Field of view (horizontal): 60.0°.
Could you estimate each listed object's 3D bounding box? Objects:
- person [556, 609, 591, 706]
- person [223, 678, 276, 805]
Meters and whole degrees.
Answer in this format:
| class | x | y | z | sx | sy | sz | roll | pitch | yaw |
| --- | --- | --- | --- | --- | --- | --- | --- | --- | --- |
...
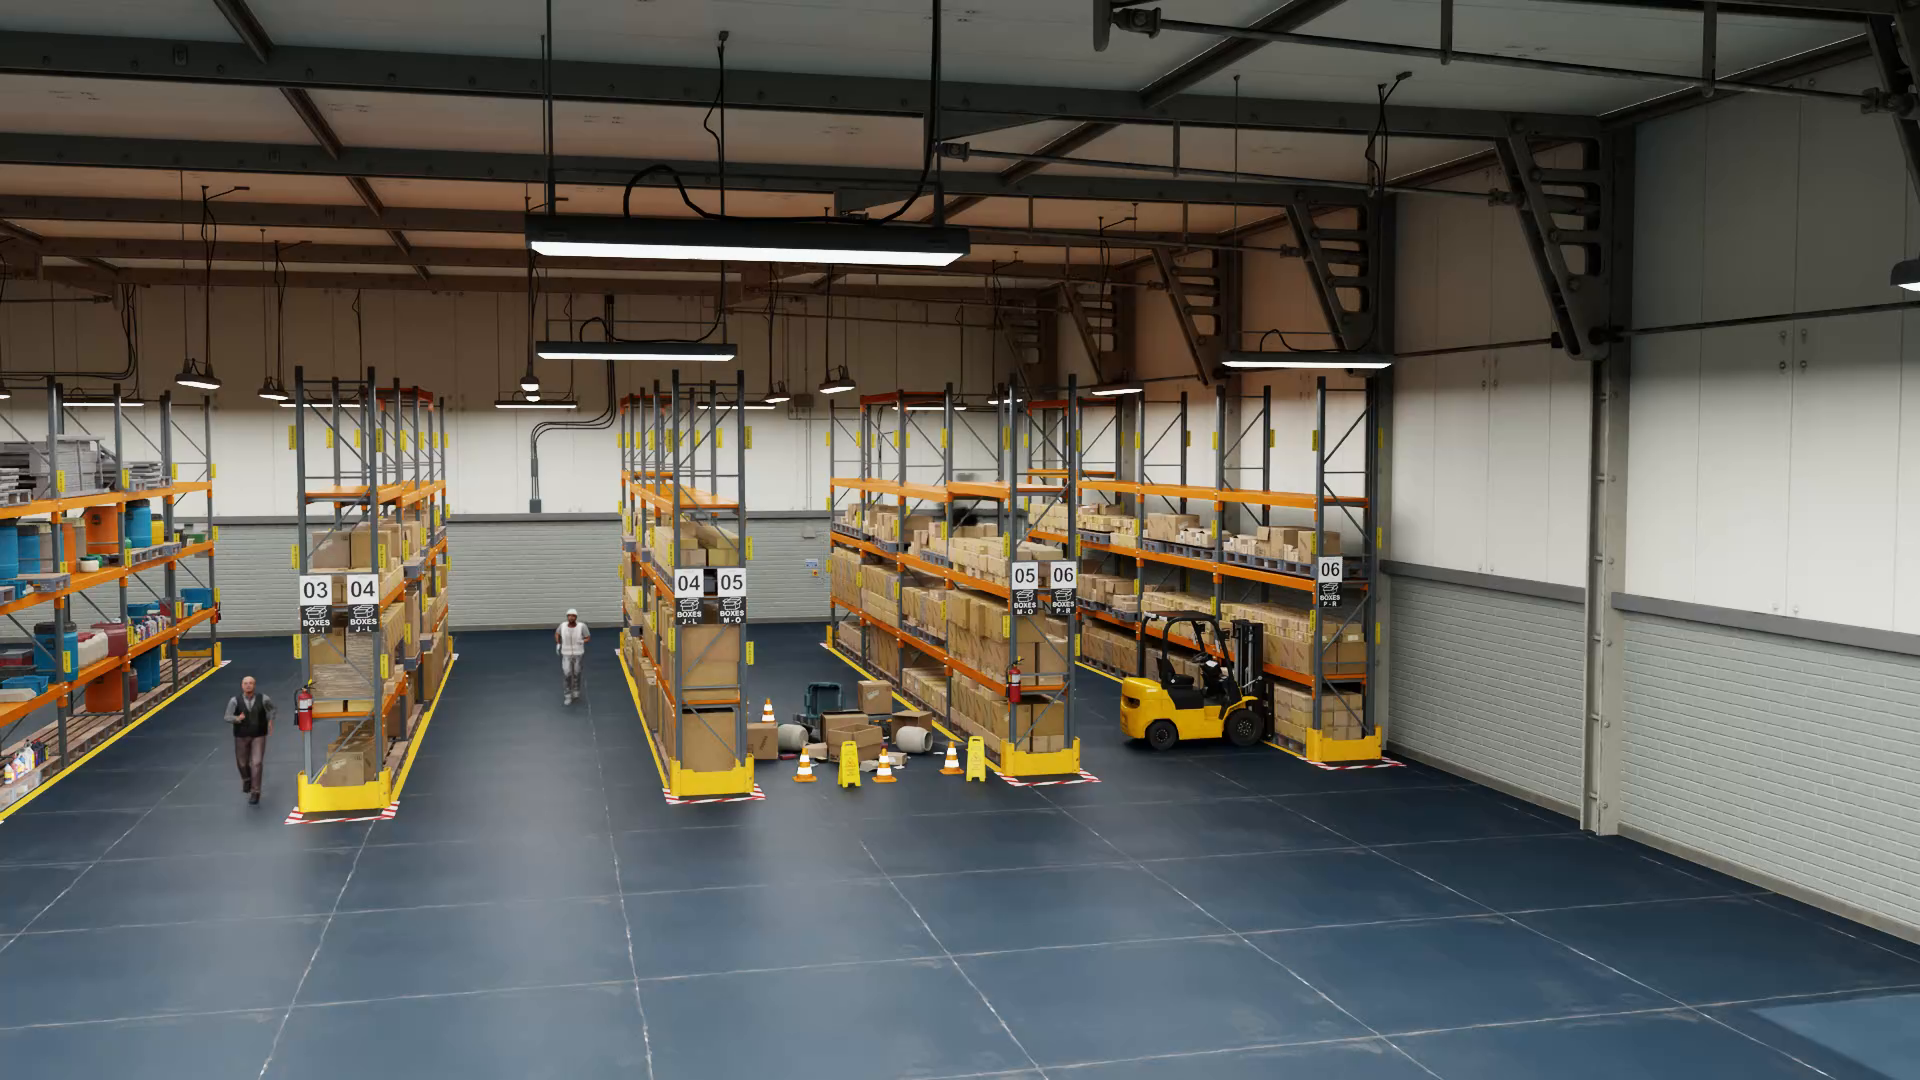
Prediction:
| class | x | y | z | sx | sy | sz | roll | pitch | yaw |
| --- | --- | --- | --- | --- | --- | --- | --- | --- | --- |
| person | -7.385 | 2.219 | 31.762 | 0.667 | 1.832 | 0.798 | -1 | 3 | -12 |
| person | -9.828 | 2.755 | 23.015 | 0.662 | 1.696 | 0.960 | -1 | 4 | -18 |
